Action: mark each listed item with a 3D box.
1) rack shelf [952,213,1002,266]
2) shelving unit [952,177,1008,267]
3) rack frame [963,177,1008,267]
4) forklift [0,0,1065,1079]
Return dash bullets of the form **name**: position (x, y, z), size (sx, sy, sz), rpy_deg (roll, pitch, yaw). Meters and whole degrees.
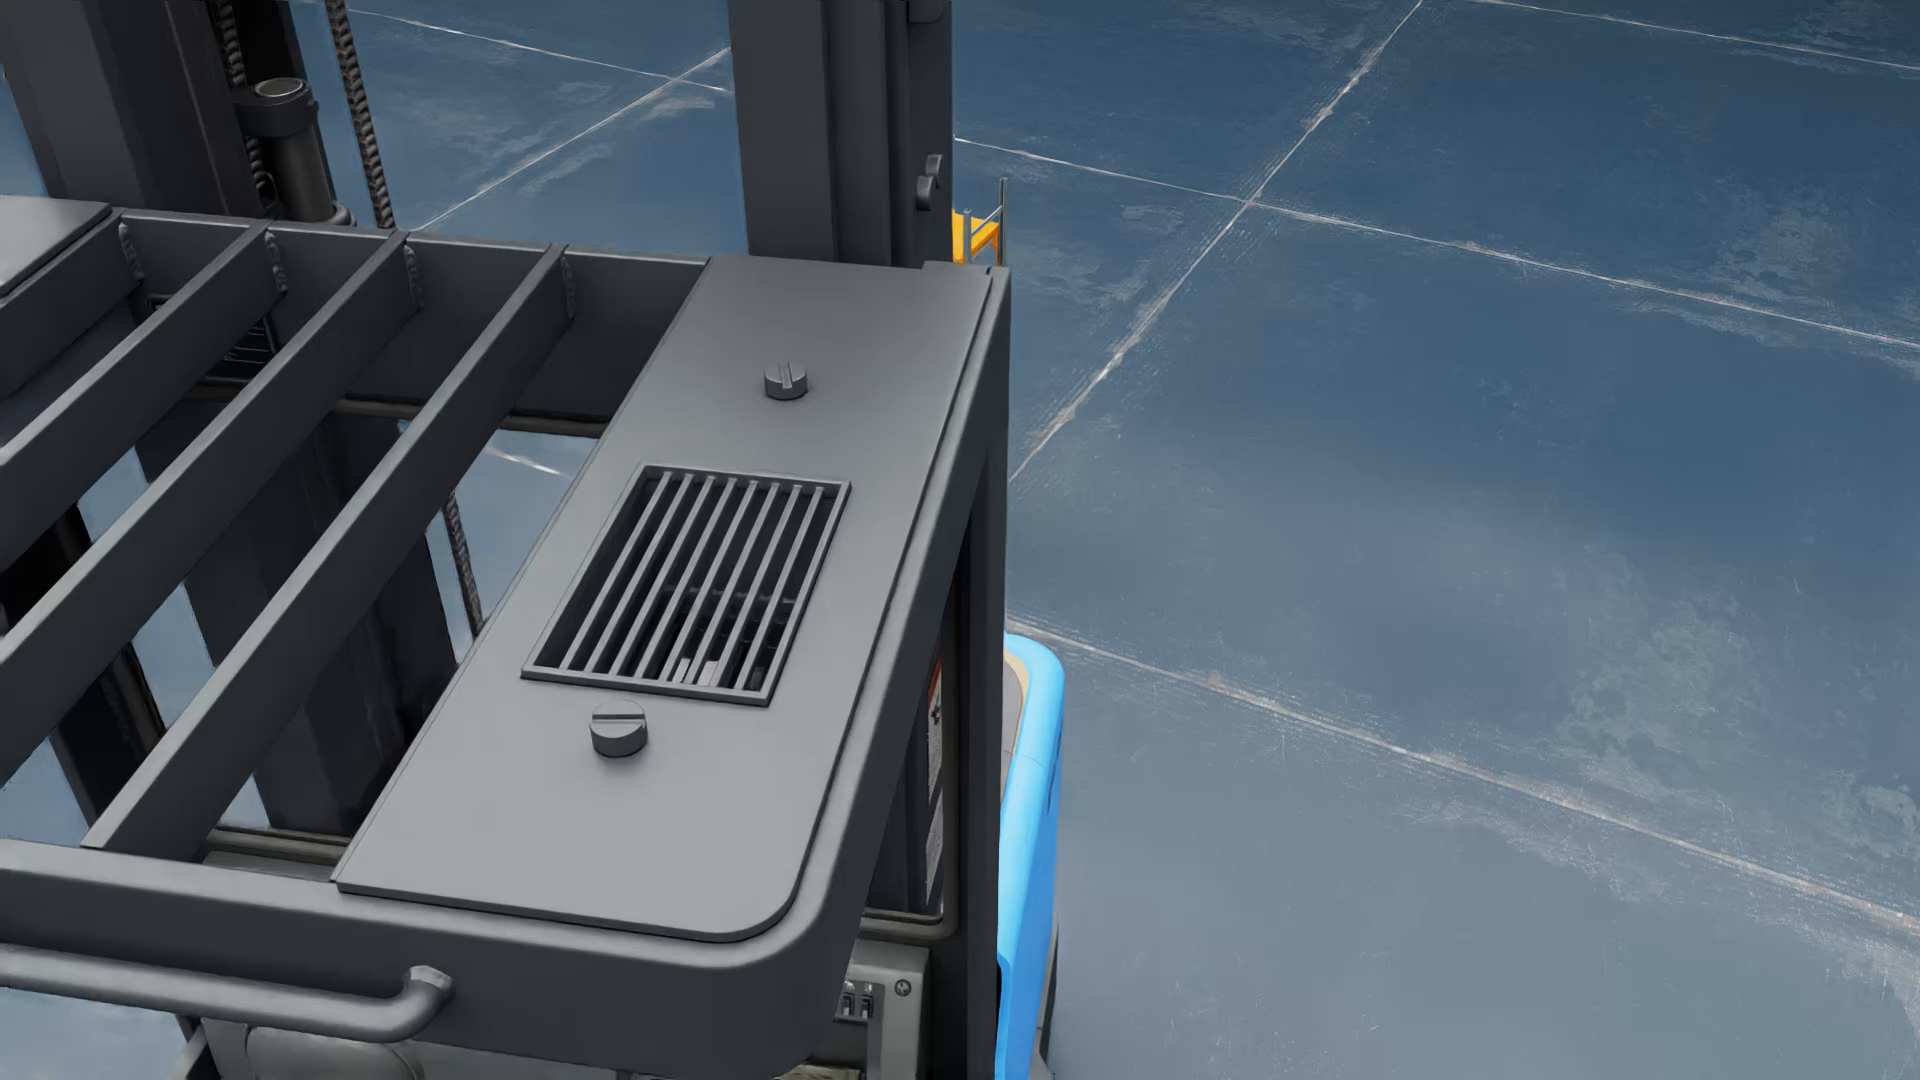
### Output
- **rack shelf**: position (-0.147, -0.837, 4.710), size (0.480, 0.148, 0.258), rpy_deg (17, 41, 21)
- **shelving unit**: position (-0.147, -0.524, 4.948), size (0.503, 1.200, 0.258), rpy_deg (17, 41, 21)
- **rack frame**: position (0.070, -0.456, 4.858), size (0.015, 1.200, 0.240), rpy_deg (17, 41, 21)
- **forklift**: position (-0.447, 0.407, 2.342), size (1.129, 2.867, 1.939), rpy_deg (6, 38, 8)
